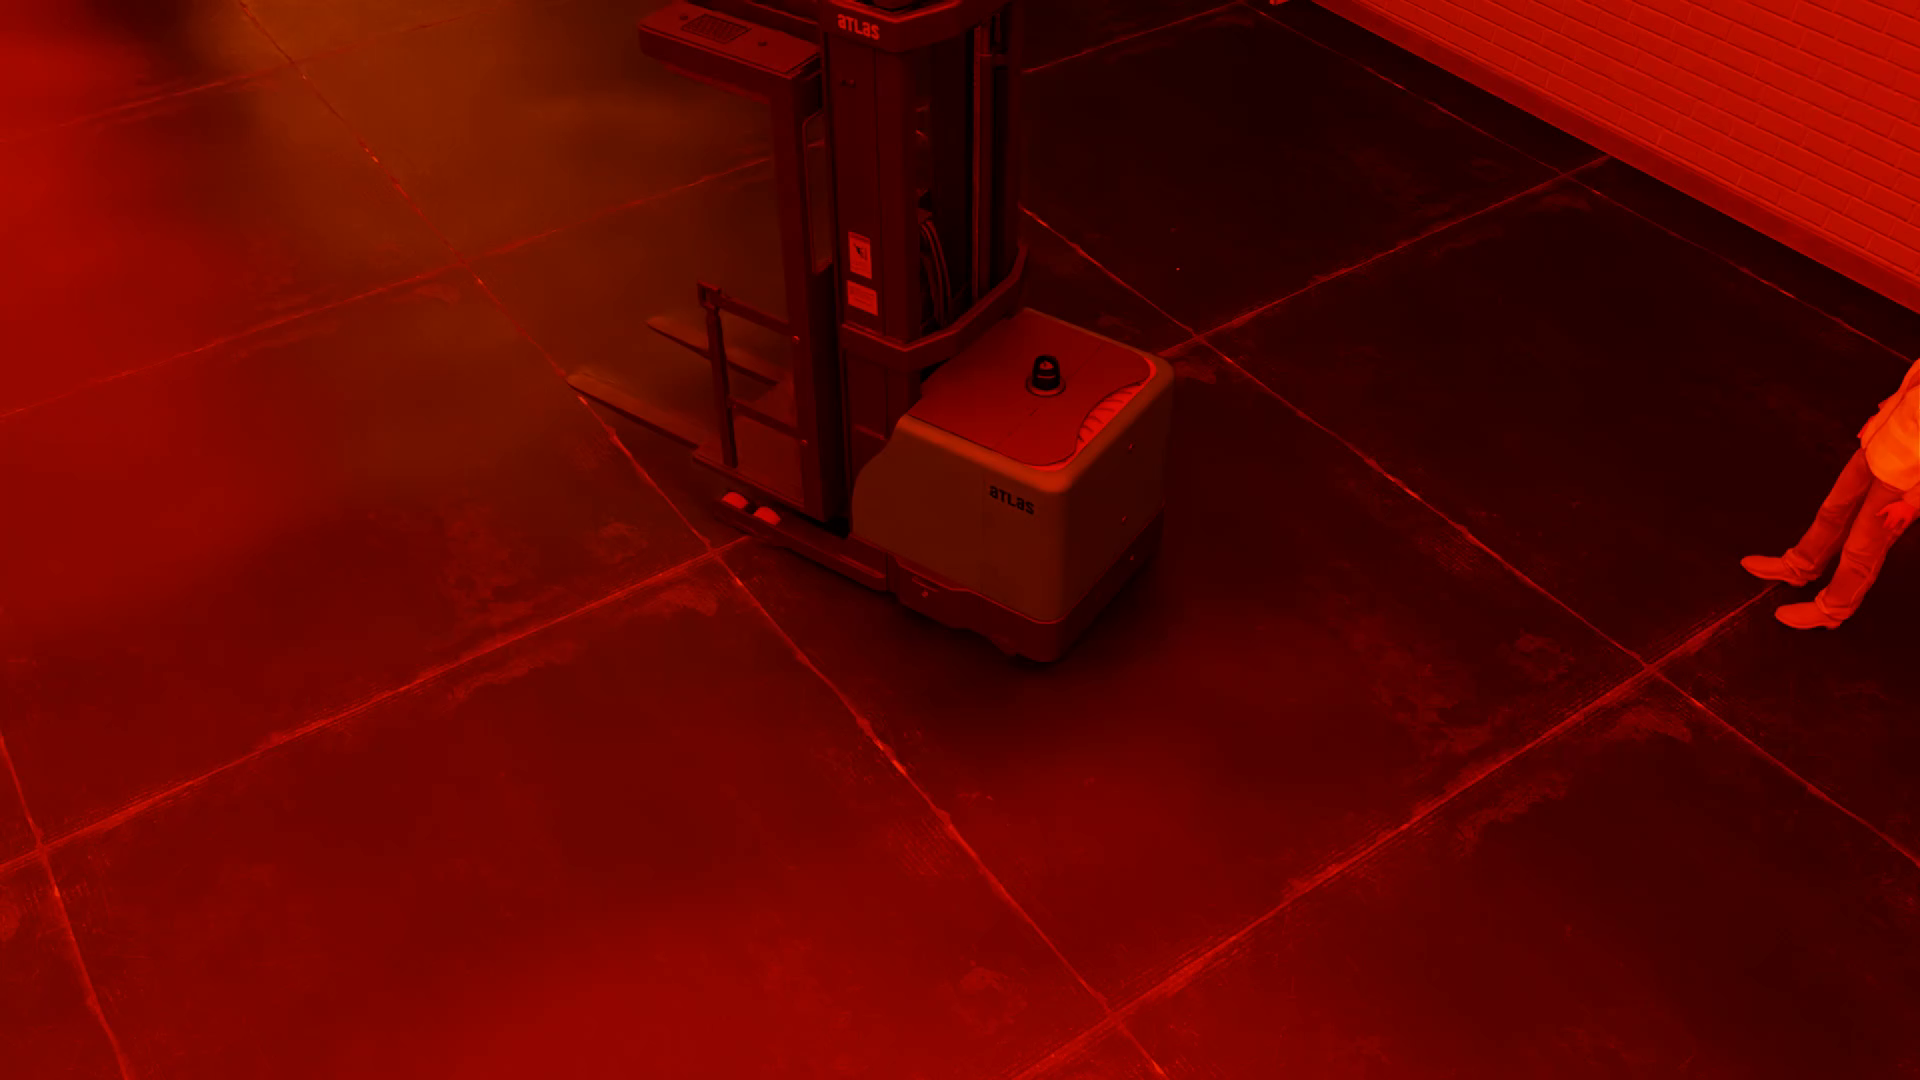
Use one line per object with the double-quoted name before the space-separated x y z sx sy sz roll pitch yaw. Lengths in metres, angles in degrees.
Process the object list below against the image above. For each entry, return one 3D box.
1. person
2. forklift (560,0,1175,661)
"person" 3.847 -0.322 6.912 0.553 1.777 0.632 7 43 8
"forklift" -0.574 -1.330 7.159 3.031 2.935 1.130 24 48 24
